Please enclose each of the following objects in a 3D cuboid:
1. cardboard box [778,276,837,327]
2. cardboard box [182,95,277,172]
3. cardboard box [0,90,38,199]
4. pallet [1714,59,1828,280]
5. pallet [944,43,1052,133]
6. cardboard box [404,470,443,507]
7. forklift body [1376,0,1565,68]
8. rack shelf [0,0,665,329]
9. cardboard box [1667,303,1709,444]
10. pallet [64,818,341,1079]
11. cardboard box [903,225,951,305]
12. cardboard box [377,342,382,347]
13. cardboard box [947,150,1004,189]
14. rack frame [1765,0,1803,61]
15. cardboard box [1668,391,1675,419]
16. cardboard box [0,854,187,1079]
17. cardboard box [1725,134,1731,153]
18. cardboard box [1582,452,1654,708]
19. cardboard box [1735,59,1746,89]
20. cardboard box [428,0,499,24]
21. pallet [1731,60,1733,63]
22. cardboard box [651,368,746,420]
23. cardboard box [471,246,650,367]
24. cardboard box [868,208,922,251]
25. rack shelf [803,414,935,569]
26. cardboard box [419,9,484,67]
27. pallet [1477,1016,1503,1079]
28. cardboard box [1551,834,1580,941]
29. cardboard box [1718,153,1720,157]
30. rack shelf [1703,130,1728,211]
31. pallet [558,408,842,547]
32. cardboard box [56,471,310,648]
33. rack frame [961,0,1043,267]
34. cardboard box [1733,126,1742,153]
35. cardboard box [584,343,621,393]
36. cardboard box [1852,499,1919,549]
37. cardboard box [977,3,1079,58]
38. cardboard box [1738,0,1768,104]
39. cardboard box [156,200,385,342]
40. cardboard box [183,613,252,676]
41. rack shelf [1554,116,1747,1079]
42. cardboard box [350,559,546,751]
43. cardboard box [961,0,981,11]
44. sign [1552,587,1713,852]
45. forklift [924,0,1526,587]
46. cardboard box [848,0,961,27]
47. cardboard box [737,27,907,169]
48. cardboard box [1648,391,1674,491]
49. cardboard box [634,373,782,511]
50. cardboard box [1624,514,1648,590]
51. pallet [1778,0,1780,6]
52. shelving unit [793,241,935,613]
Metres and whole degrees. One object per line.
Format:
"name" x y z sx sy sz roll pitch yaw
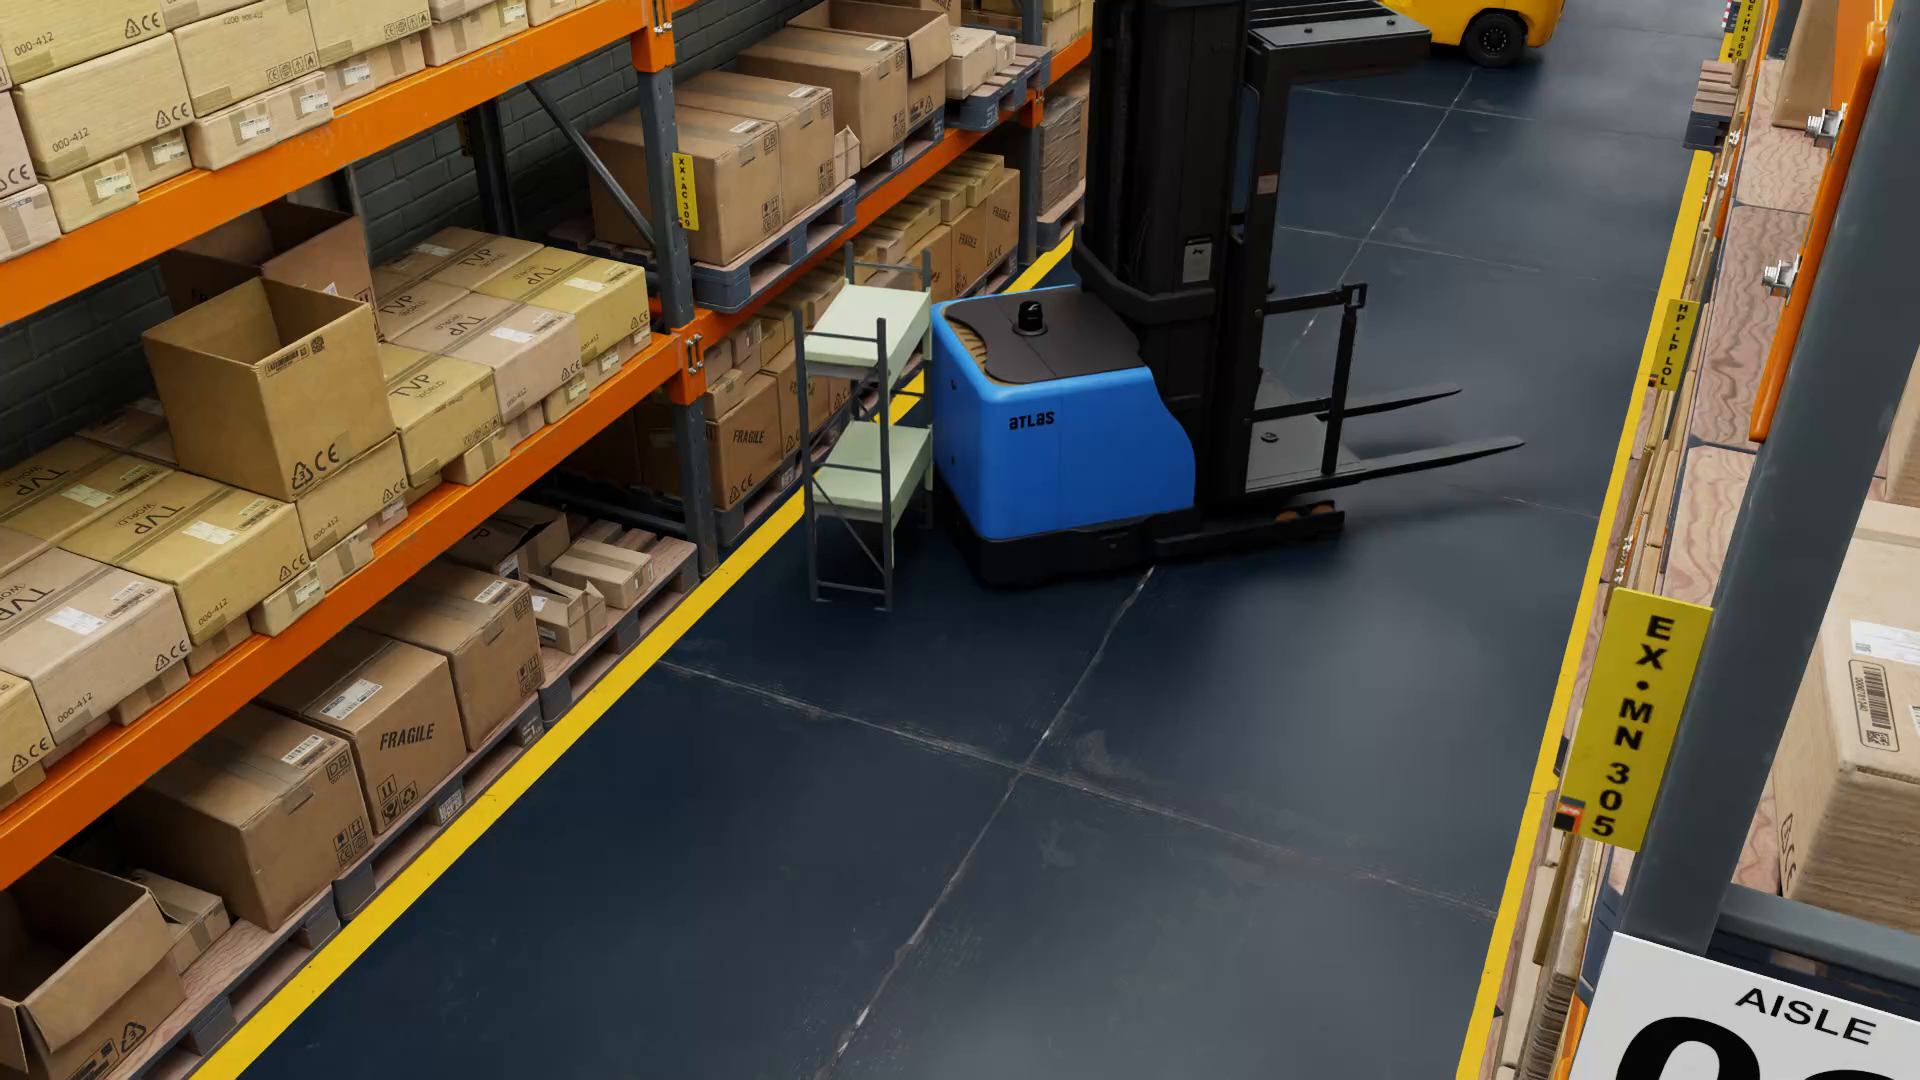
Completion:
"cardboard box" -0.869 -1.272 8.759 0.380 0.149 0.250 14 36 20
"cardboard box" -2.244 -1.215 4.861 0.380 0.149 0.250 14 36 21
"cardboard box" -2.690 -0.951 4.095 0.500 0.250 0.500 15 36 21
"pallet" 2.514 -0.887 4.212 1.003 0.211 1.213 14 36 20
"pallet" -0.191 -2.769 9.913 1.213 0.211 1.003 14 36 20
"cardboard box" -2.150 -0.259 6.138 0.380 0.149 0.250 15 36 21
"forklift body" 4.240 -5.470 14.630 2.313 2.155 1.214 14 36 20
"rack shelf" -2.481 -1.169 5.217 1.077 0.370 4.000 14 36 20
"cardboard box" 2.446 -0.353 5.049 0.500 0.500 0.500 14 36 21
"pallet" -2.954 1.512 5.752 1.003 0.211 1.213 14 36 20
"cardboard box" -0.388 -1.566 9.799 0.500 0.500 0.500 16 36 23
"cardboard box" -2.518 -0.580 6.265 0.500 0.250 0.500 15 36 22
"cardboard box" 0.052 -2.301 10.329 0.380 0.149 0.250 12 35 18
"rack frame" 2.865 -2.583 3.983 1.000 3.000 0.127 14 36 20
"cardboard box" 2.829 -0.496 5.952 0.500 0.250 0.500 14 36 20
"cardboard box" -2.976 1.366 5.324 0.797 0.503 0.637 13 35 19
"cardboard box" 3.885 -1.760 7.879 0.500 0.250 0.500 15 36 22
"cardboard box" 3.052 0.311 6.594 0.875 0.875 0.875 15 36 22
"cardboard box" 4.477 -2.699 8.884 0.500 0.500 0.500 13 35 19
"cardboard box" -1.827 -1.968 5.646 0.500 0.250 0.500 13 35 19
"pallet" 6.970 -3.845 13.921 1.003 0.211 1.213 14 36 20
"cardboard box" -1.253 -0.730 7.933 0.380 0.149 0.250 16 36 23
"cardboard box" -1.636 -0.963 6.849 0.500 0.250 0.500 15 36 22
"cardboard box" -0.439 -1.791 9.552 0.380 0.149 0.250 14 36 20
"rack shelf" -0.418 -0.240 7.843 0.431 0.370 0.720 8 34 12
"cardboard box" -1.859 -1.739 5.661 0.380 0.149 0.250 14 36 20
"pallet" 1.967 2.062 4.912 1.003 0.211 1.213 14 36 20
"cardboard box" 1.579 0.651 3.519 0.500 0.500 0.500 14 36 20
"cardboard box" 5.698 -2.515 11.363 0.950 0.372 0.625 16 37 23
"rack shelf" 5.376 -2.762 10.382 1.077 0.370 4.000 14 36 20
"pallet" -1.339 -0.459 8.757 1.003 0.211 1.213 14 36 20
"cardboard box" -2.464 0.051 5.303 0.500 0.250 0.500 13 36 20
"rack frame" 0.029 -3.203 10.400 1.000 3.000 0.127 14 36 20
"cardboard box" 3.264 -1.322 6.527 0.500 0.500 0.500 15 36 22
"cardboard box" -1.638 -0.755 6.895 0.380 0.149 0.250 15 36 22
"cardboard box" 1.401 0.079 2.413 0.380 0.149 0.250 11 35 17
"cardboard box" 0.437 -3.306 10.693 0.500 0.250 0.500 14 36 21
"cardboard box" 4.110 -2.337 8.075 0.500 0.500 0.500 13 35 19
"cardboard box" -2.509 -0.906 6.078 0.500 0.500 0.500 13 35 19
"cardboard box" -2.521 0.264 5.341 0.380 0.149 0.250 15 36 21
"rack shelf" 2.029 -0.032 3.483 1.077 0.370 4.000 14 36 20
"cardboard box" -2.149 0.434 6.749 0.700 0.500 0.500 13 35 19
"cardboard box" -0.036 -3.637 10.742 0.500 0.250 0.500 15 36 22
"sign" 0.705 0.195 1.746 0.100 0.325 0.005 14 36 20
"forklift" 1.389 -1.467 7.815 3.031 2.935 1.130 -10 35 -15
"cardboard box" -0.328 -3.200 9.921 0.500 0.500 0.500 16 36 23
"cardboard box" -0.694 -2.267 8.498 0.700 0.500 0.500 14 36 20
"cardboard box" 2.824 -0.293 6.098 0.500 0.250 0.500 13 36 19
"cardboard box" -1.238 -0.531 8.221 0.500 0.500 0.500 16 36 23
"cardboard box" 2.217 0.307 4.955 0.500 0.500 0.500 14 36 21
"pallet" 3.204 -1.717 5.571 0.805 0.209 1.217 13 35 19
"shelving unit" -0.418 -0.513 7.664 0.431 1.500 0.755 8 34 12
